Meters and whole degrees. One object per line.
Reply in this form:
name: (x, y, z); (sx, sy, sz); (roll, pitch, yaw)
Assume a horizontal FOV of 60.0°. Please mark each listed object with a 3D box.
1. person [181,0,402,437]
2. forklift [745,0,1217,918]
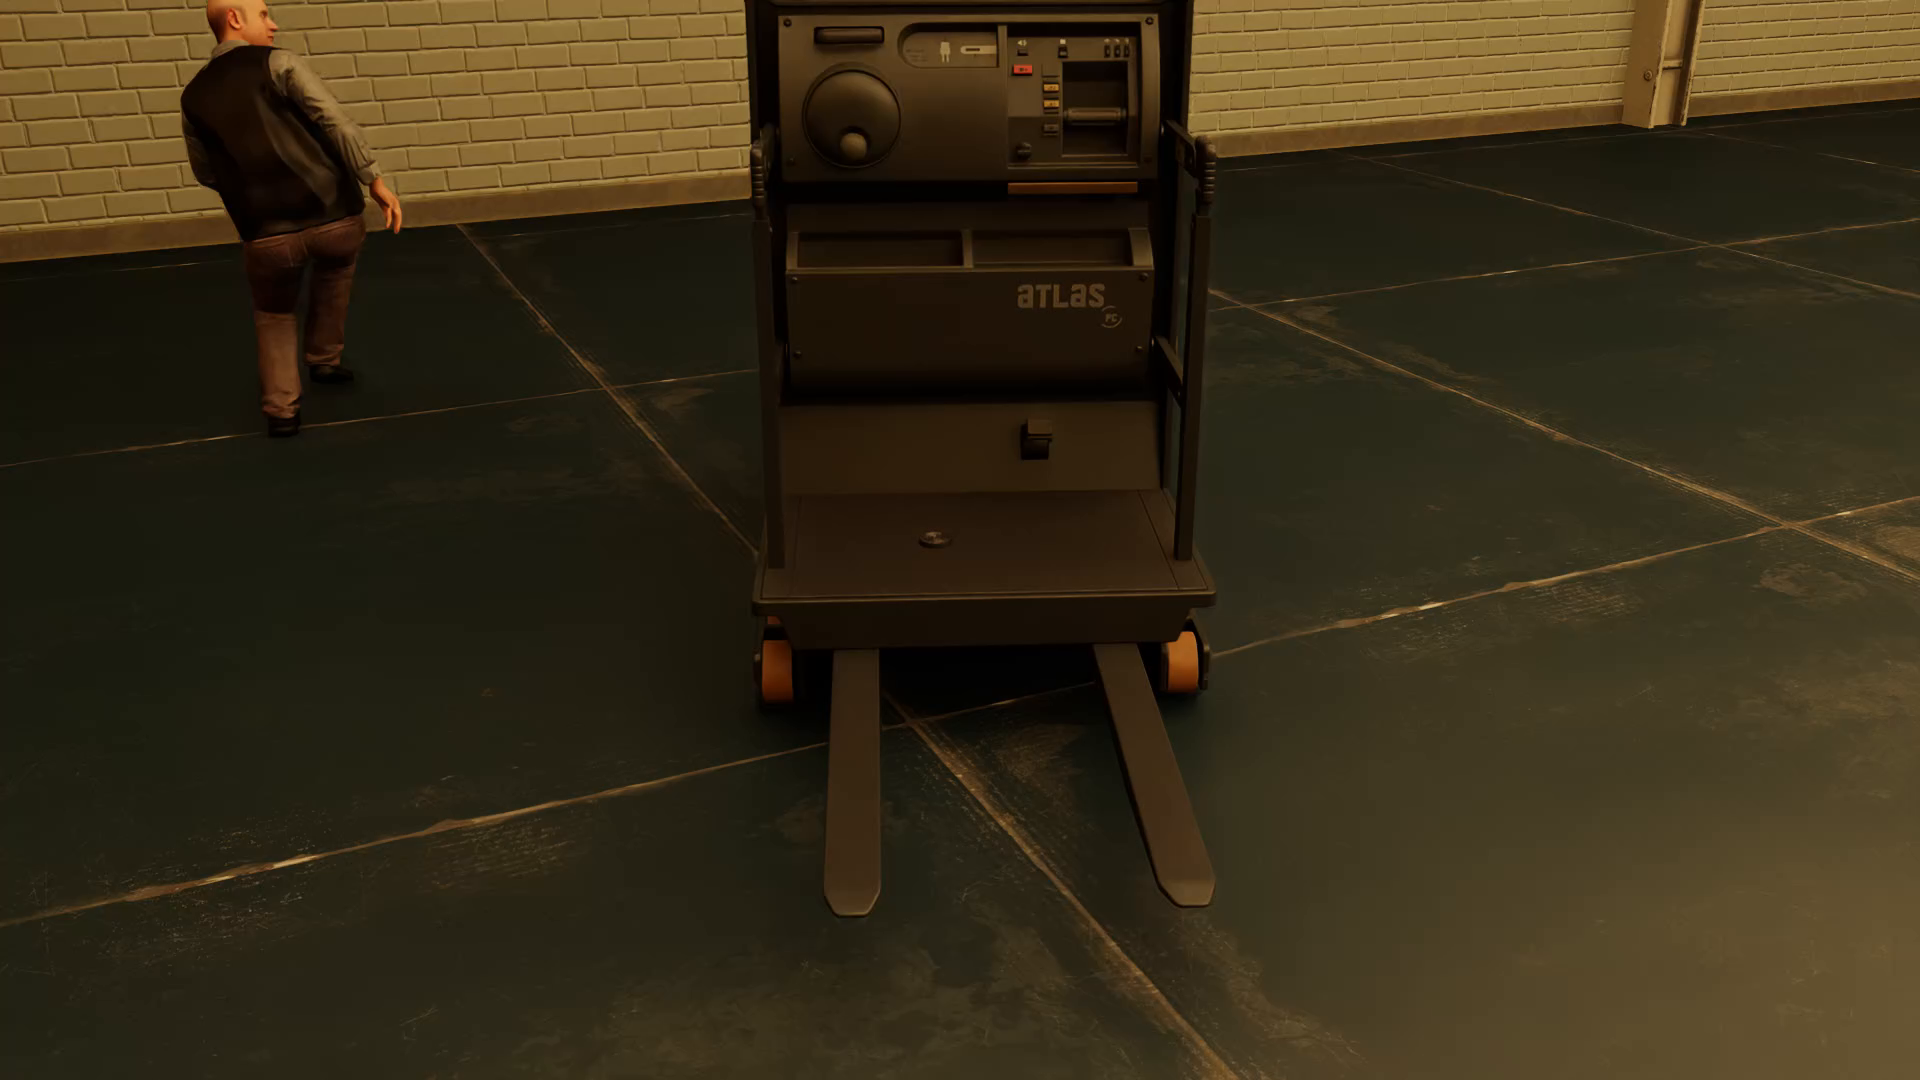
person: (-2.365, -1.194, 6.014); (0.746, 1.541, 0.762); (-4, 23, -10)
forklift: (0.037, -1.072, 3.866); (1.130, 2.935, 3.031); (-1, 23, -3)
